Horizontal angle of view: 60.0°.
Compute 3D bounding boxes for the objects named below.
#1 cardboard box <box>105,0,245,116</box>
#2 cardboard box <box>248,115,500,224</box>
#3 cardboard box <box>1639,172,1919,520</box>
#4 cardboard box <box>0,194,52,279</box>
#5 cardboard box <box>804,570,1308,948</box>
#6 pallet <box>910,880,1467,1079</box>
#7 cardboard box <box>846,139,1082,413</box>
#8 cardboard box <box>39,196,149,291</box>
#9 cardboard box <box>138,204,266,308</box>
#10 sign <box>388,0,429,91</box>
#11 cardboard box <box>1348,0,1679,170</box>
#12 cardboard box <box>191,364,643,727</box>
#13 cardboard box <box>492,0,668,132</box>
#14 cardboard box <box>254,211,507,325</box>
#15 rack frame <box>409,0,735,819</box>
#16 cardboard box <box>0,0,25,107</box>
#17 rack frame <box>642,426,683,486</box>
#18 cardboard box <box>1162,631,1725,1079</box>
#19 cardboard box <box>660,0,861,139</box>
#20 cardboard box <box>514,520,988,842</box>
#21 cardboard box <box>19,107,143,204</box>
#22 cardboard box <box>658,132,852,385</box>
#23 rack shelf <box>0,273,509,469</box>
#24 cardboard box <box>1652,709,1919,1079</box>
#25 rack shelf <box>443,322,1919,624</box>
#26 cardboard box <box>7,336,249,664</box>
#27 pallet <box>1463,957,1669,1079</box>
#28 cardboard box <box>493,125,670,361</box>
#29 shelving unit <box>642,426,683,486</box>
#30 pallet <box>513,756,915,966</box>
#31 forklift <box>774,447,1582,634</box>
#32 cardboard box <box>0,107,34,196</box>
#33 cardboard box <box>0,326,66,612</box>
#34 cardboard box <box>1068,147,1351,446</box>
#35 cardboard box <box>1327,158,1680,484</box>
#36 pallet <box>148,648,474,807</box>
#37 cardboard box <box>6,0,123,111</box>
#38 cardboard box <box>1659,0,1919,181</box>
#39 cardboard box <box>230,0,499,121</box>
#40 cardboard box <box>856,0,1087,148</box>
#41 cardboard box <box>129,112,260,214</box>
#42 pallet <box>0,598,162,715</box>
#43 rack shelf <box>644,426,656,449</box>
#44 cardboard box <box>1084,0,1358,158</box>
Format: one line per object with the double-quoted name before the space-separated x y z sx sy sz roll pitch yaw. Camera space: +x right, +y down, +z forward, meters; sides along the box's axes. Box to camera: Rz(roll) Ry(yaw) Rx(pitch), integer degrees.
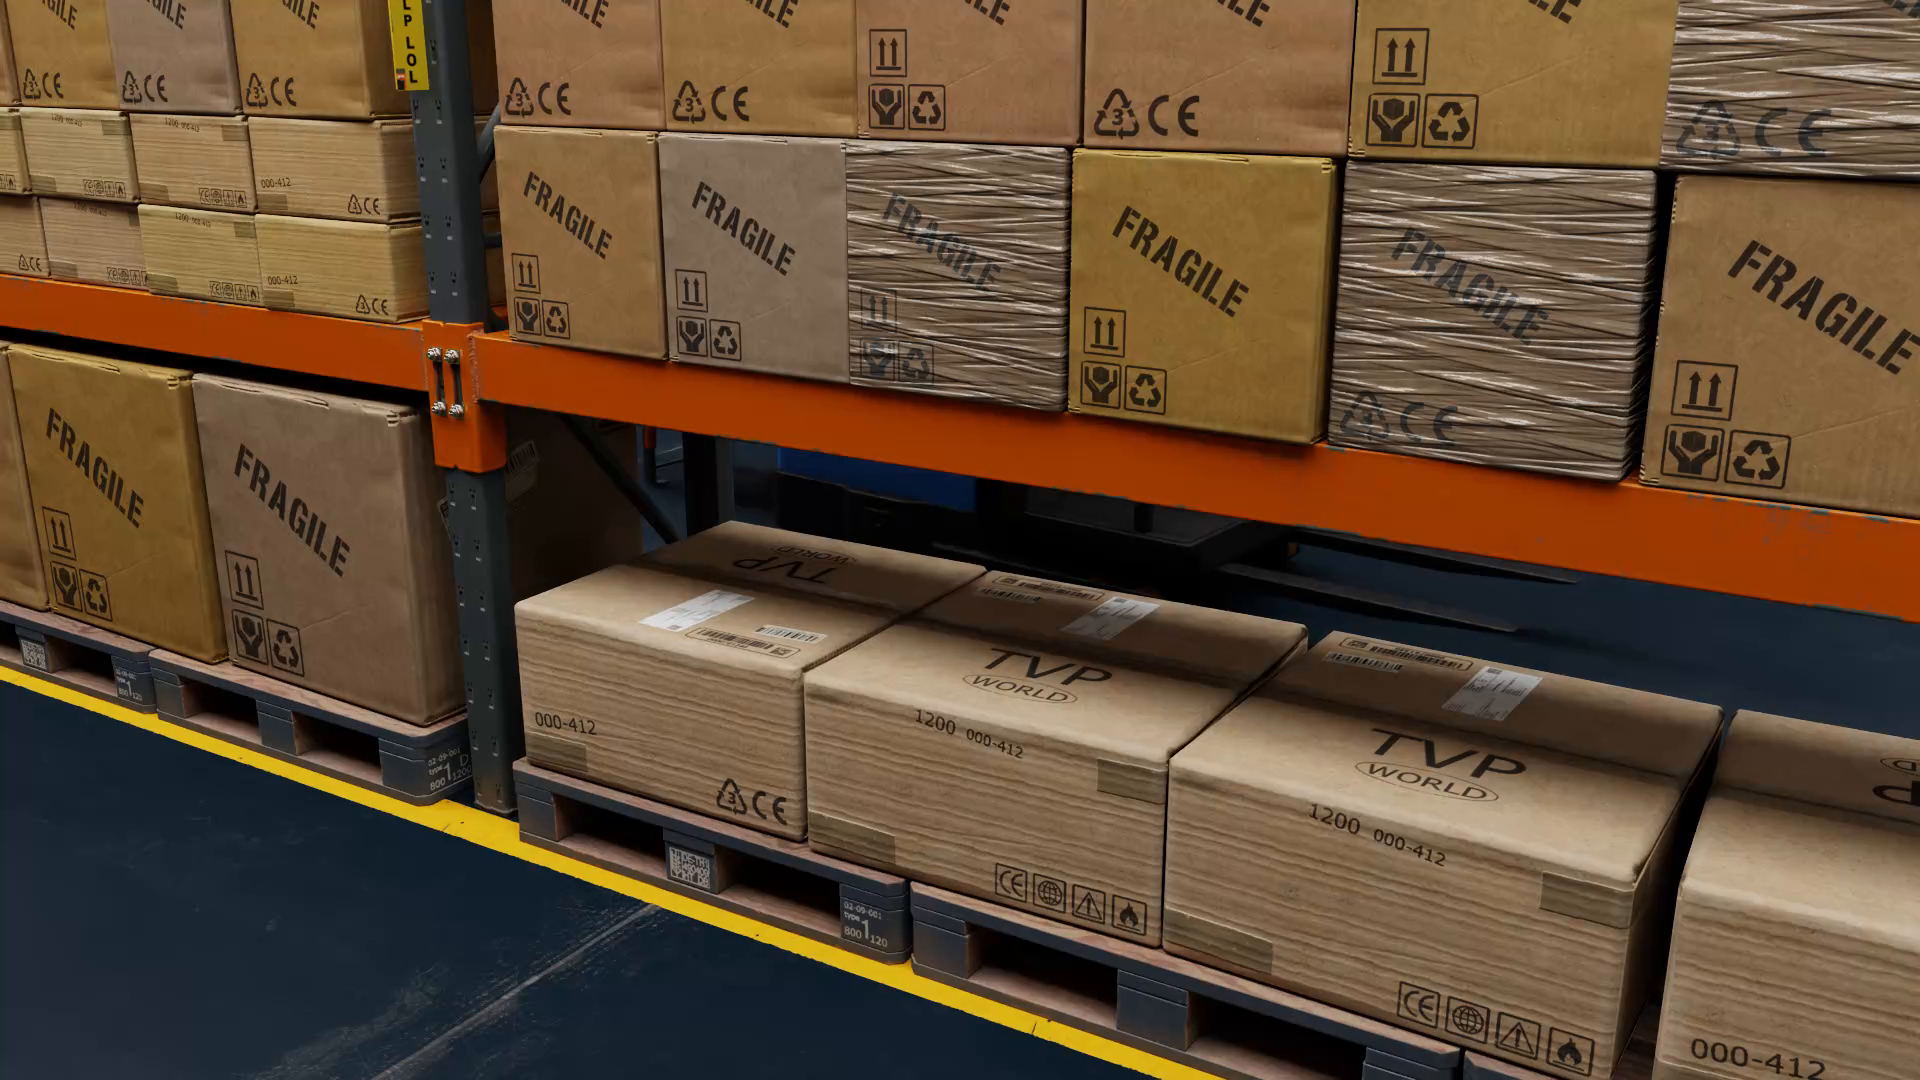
"cardboard box" -1.955 -1.434 4.550 0.500 0.500 0.500 11 20 31
"cardboard box" -1.501 -1.000 4.410 0.500 0.250 0.500 10 20 30
"cardboard box" 1.441 -0.353 2.710 0.500 0.500 0.500 10 19 29
"cardboard box" -2.808 -0.996 5.258 0.500 0.250 0.500 10 20 30
"cardboard box" 0.244 0.458 3.900 0.875 0.438 0.875 9 19 28
"pallet" 0.653 0.829 3.789 1.213 0.211 1.003 10 20 30
"cardboard box" 0.112 -0.582 3.465 0.500 0.500 0.500 10 20 30
"cardboard box" -2.366 -0.919 5.003 0.500 0.250 0.500 10 19 29
"cardboard box" -1.946 -0.837 4.735 0.500 0.250 0.500 10 19 29
"sign" -1.274 -1.206 3.834 0.005 0.325 0.100 10 20 30
"cardboard box" 0.995 -0.906 2.810 0.500 0.500 0.500 10 20 30
"cardboard box" -1.568 -0.084 4.931 0.875 0.875 0.875 11 20 32
"cardboard box" -0.719 -1.219 3.842 0.500 0.500 0.500 10 20 30
"cardboard box" -1.512 -0.760 4.479 0.500 0.250 0.500 10 19 29
"rack frame" -0.998 -0.826 4.438 0.127 3.000 1.000 10 20 30
"cardboard box" -2.826 -1.591 5.067 0.500 0.500 0.500 10 20 31
"rack frame" -1.297 -0.848 7.737 0.032 1.125 0.500 13 21 36
"cardboard box" 1.011 0.595 3.447 0.875 0.438 0.875 11 20 32
"cardboard box" -0.292 -1.141 3.584 0.500 0.500 0.500 10 19 29
"cardboard box" -0.519 0.322 4.347 0.875 0.438 0.875 10 19 29
"cardboard box" -2.375 -1.151 4.908 0.500 0.250 0.500 11 20 31
"cardboard box" -0.309 -0.660 3.720 0.500 0.500 0.500 10 20 30
"rack shelf" -2.702 -0.786 5.544 4.000 0.370 1.077 10 20 30
"cardboard box" 1.796 0.732 2.995 0.875 0.438 0.875 9 19 28
"rack shelf" 0.706 -0.177 3.541 4.000 0.370 1.077 10 20 30
"cardboard box" -2.342 -0.220 5.377 0.875 0.875 0.875 11 20 32
"pallet" 1.688 1.015 3.177 1.213 0.211 1.003 10 20 30
"cardboard box" -0.735 -0.737 3.975 0.500 0.500 0.500 11 20 32
"shelving unit" -0.894 -0.758 7.441 1.048 1.125 0.538 13 21 36
"pallet" -0.391 0.644 4.399 1.213 0.211 1.003 10 20 30
"forklift" 0.720 -1.247 5.943 3.031 2.935 1.130 13 21 36
"cardboard box" -2.821 -1.225 5.151 0.500 0.250 0.500 11 20 31
"cardboard box" -3.104 -0.356 5.825 0.875 0.875 0.875 10 20 31
"cardboard box" 0.551 -0.504 3.207 0.500 0.500 0.500 11 20 32
"cardboard box" 0.998 -0.429 2.959 0.500 0.500 0.500 11 20 32
"pallet" -1.695 0.410 5.168 1.213 0.211 1.003 10 20 30
"cardboard box" -2.377 -1.516 4.820 0.500 0.500 0.500 11 20 32
"cardboard box" 1.414 -0.830 2.560 0.500 0.500 0.500 10 20 30
"cardboard box" -1.510 -1.358 4.297 0.500 0.500 0.500 11 20 32
"cardboard box" 0.139 -1.060 3.318 0.500 0.500 0.500 11 20 31
"cardboard box" -1.931 -1.074 4.654 0.500 0.250 0.500 11 20 31
"pallet" -2.739 0.225 5.778 1.213 0.211 1.003 10 20 30
"rack shelf" -0.894 -0.524 7.512 1.000 0.278 0.538 13 21 36
"cardboard box" 0.567 -0.983 3.064 0.500 0.500 0.500 10 20 30
